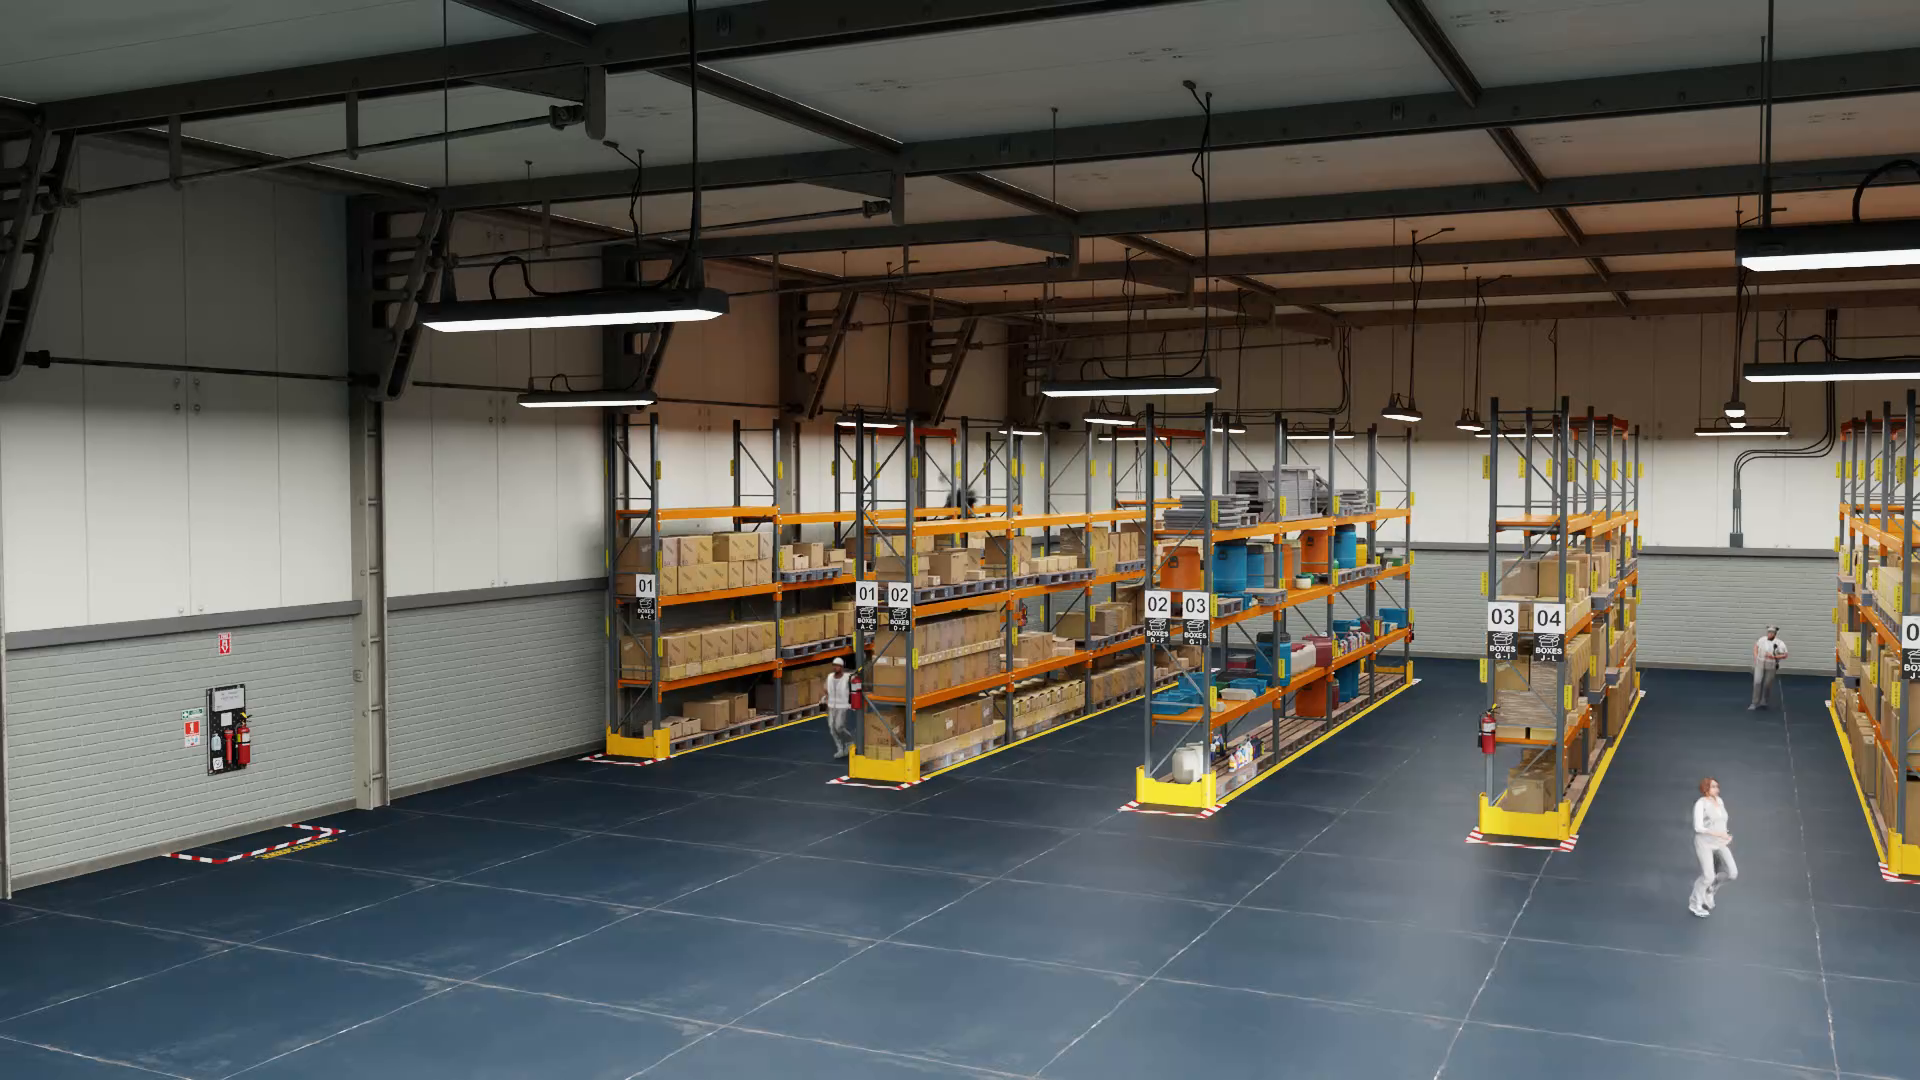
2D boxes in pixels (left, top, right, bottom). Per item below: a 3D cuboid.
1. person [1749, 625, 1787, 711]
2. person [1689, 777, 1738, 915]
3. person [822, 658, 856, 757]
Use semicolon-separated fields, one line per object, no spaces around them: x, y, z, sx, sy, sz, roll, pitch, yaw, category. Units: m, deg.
16.948;2.672;34.811;0.679;1.803;0.858;2;3;37;person
8.429;3.434;18.575;0.528;1.568;0.587;-1;3;-21;person
-2.100;2.909;28.780;0.711;1.738;0.595;1;3;26;person
